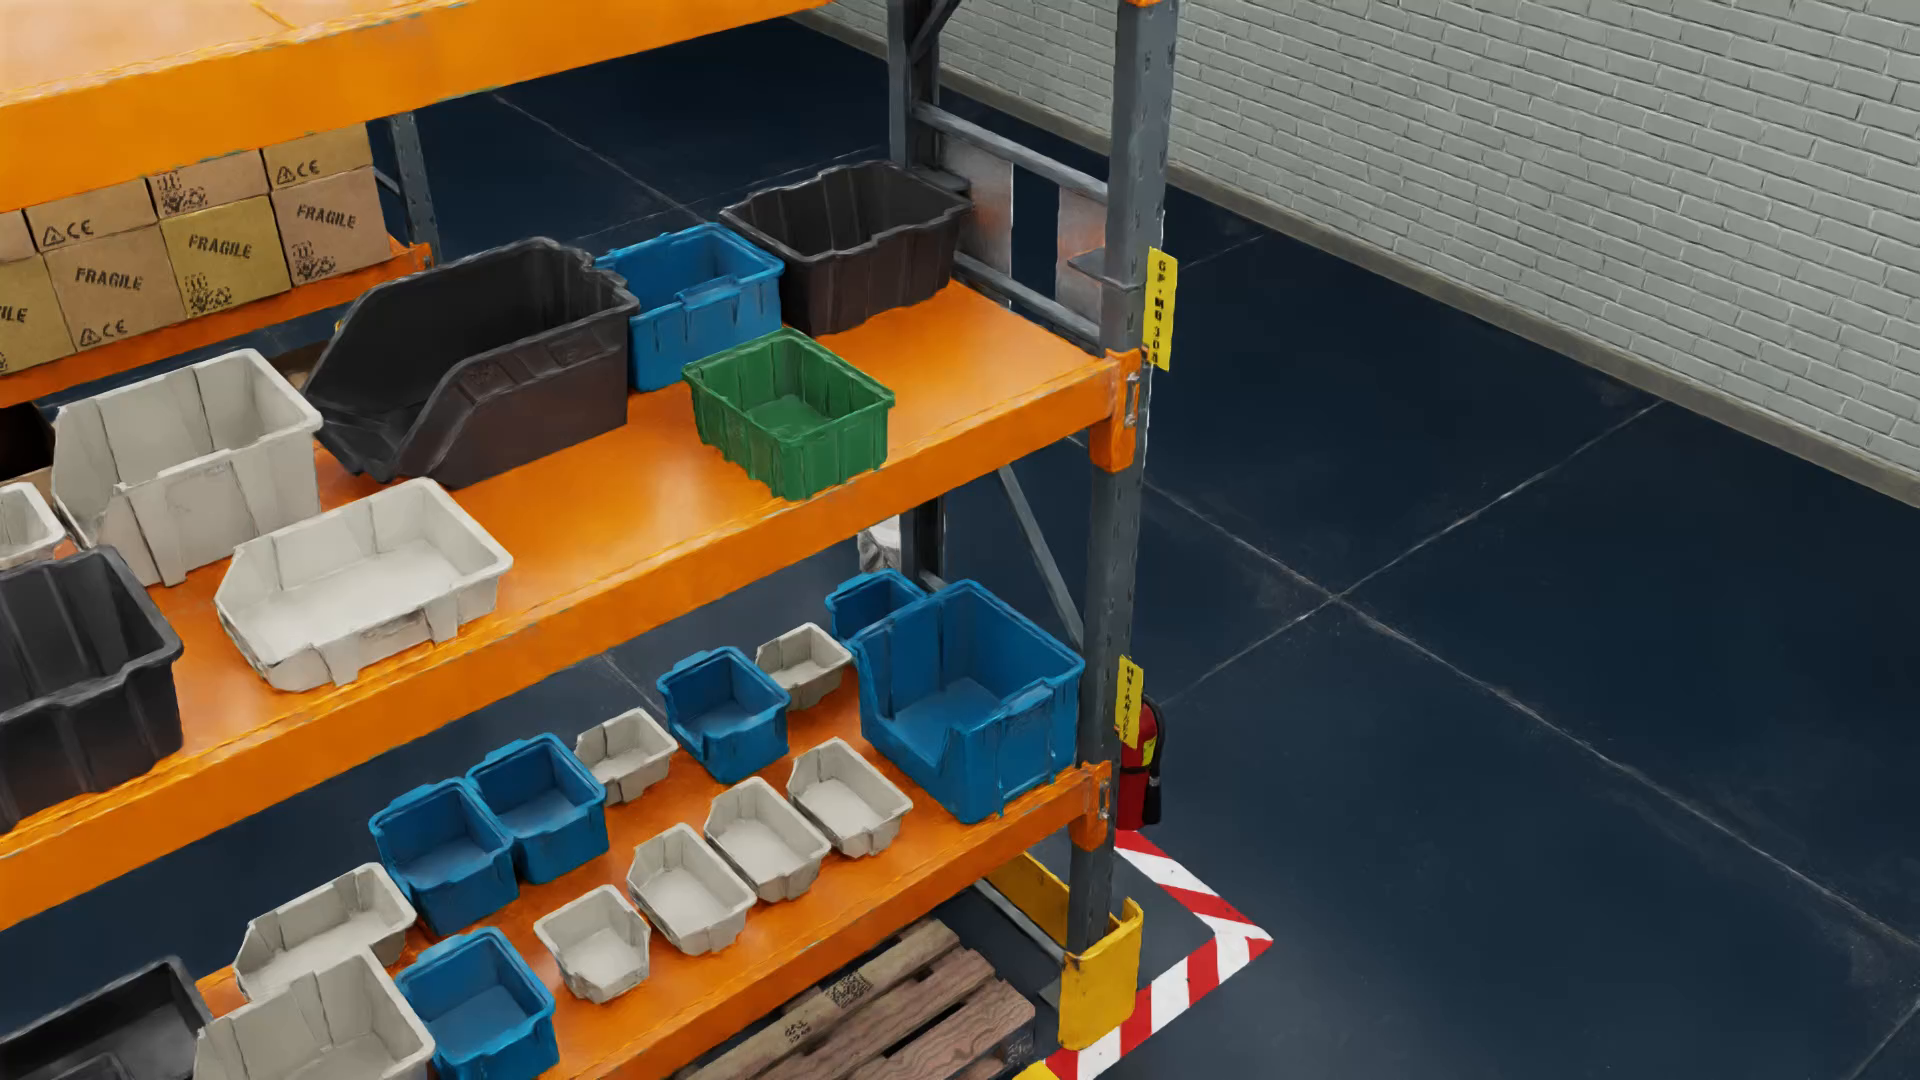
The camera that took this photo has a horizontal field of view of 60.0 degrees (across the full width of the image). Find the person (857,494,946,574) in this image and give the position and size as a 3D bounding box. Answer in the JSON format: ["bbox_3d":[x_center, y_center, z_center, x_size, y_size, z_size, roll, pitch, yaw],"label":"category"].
[{"bbox_3d":[-0.261,-0.058,7.124,0.654,1.790,0.565,-18,39,-23],"label":"person"}]
